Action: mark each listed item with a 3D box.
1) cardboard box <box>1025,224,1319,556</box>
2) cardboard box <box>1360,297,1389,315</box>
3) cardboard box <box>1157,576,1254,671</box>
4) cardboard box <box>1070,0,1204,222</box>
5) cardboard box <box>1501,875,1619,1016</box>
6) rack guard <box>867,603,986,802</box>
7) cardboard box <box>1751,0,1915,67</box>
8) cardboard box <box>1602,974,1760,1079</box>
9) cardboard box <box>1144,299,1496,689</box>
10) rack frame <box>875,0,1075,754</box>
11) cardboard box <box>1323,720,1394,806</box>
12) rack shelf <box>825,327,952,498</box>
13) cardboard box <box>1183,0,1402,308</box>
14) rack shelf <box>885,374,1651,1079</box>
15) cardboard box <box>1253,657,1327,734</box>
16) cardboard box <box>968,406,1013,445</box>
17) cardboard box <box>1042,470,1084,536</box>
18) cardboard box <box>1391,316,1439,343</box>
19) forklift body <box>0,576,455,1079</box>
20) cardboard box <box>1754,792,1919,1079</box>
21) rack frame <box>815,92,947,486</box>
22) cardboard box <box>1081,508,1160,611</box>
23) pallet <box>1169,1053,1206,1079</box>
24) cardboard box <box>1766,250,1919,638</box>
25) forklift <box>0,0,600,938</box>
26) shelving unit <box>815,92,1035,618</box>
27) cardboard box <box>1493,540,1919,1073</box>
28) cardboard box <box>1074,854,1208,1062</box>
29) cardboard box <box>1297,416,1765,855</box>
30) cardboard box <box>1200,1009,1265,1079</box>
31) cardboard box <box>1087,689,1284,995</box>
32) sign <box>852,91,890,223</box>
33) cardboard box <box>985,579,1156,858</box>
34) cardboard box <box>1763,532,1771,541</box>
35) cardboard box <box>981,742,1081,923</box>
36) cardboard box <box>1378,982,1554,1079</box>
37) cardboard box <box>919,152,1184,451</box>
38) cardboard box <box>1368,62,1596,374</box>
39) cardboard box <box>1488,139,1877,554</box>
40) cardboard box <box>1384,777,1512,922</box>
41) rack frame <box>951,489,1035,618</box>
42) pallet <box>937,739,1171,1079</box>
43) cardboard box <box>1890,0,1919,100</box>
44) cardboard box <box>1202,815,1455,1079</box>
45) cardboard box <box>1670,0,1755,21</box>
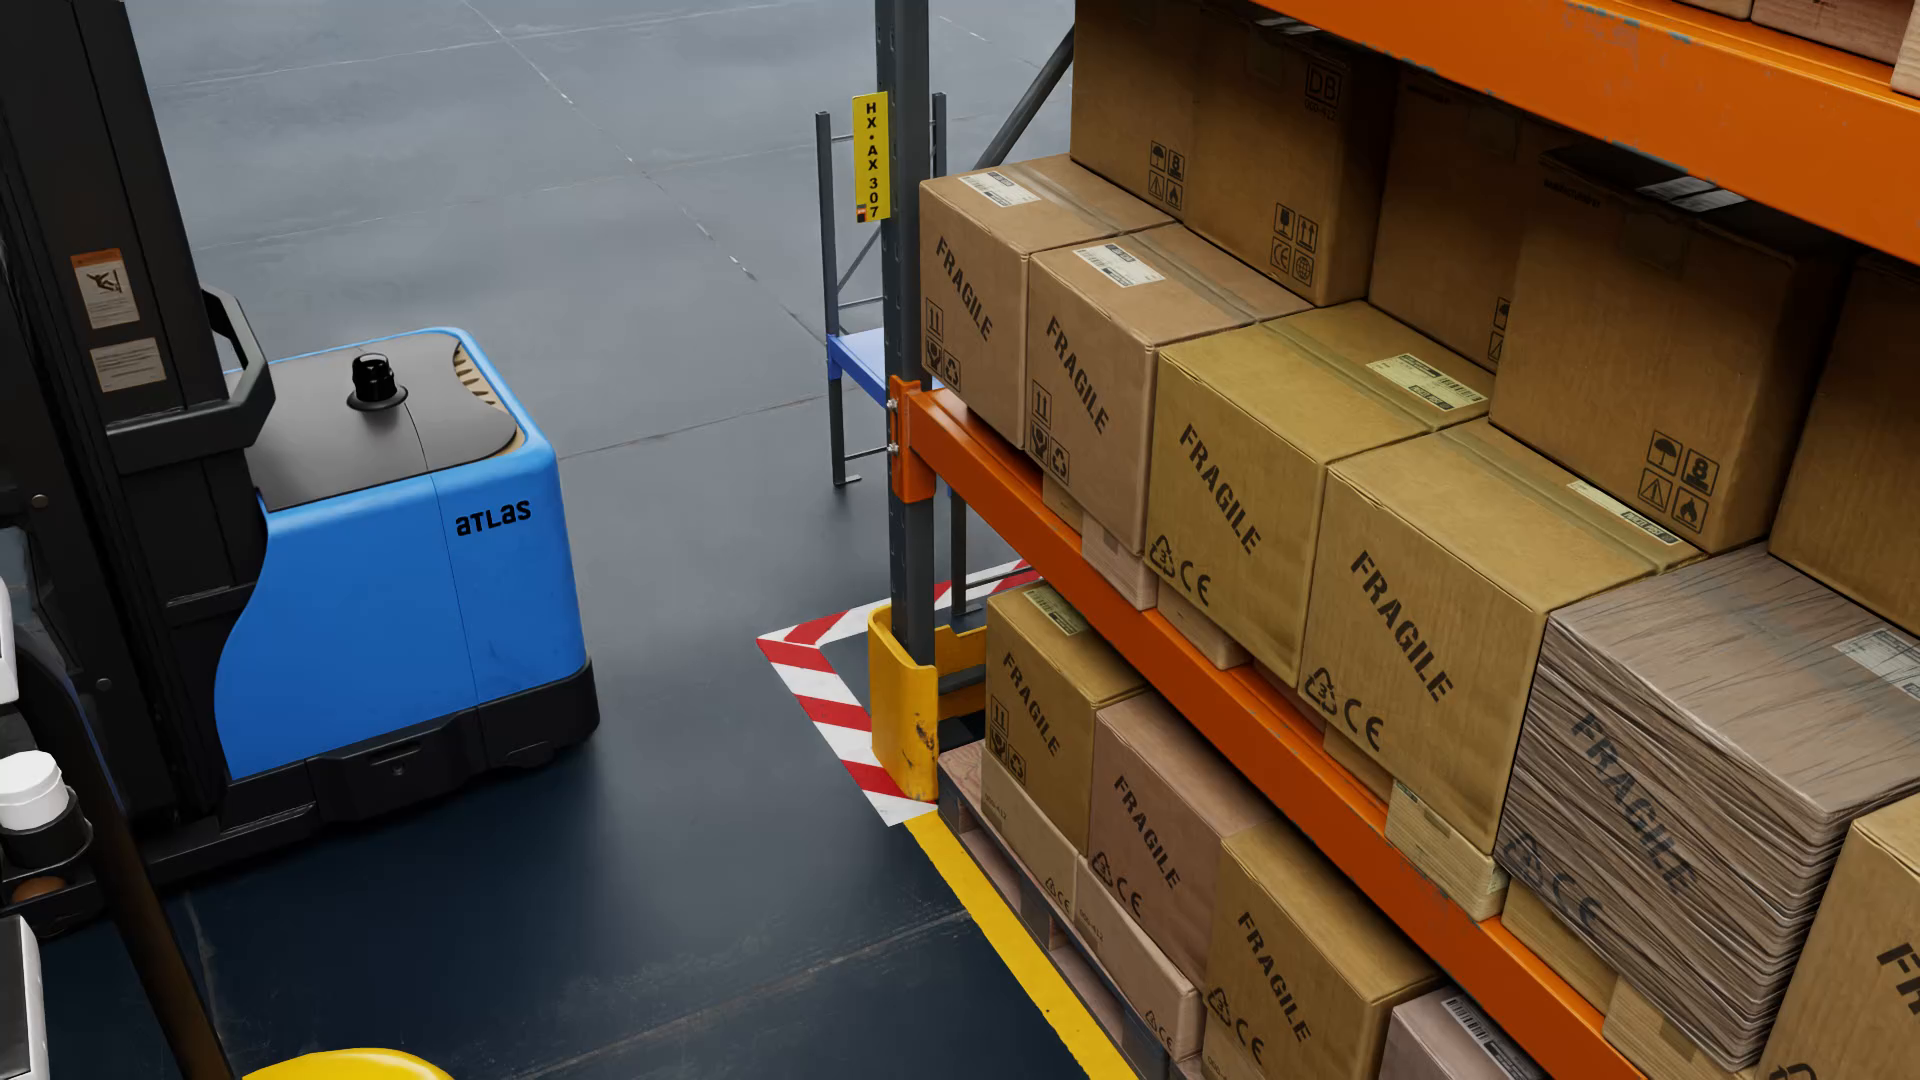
[{"bbox_3d":[0.483,-0.351,3.649,0.500,0.500,0.500,-15,35,-22],"label":"cardboard box"},{"bbox_3d":[0.989,-0.463,3.824,0.500,0.500,0.500,-16,36,-23],"label":"cardboard box"},{"bbox_3d":[0.648,0.106,3.537,0.380,0.149,0.250,-15,36,-22],"label":"cardboard box"},{"bbox_3d":[0.694,-1.125,3.931,0.700,0.500,0.500,-17,36,-24],"label":"cardboard box"},{"bbox_3d":[1.139,0.598,2.768,0.380,0.149,0.250,-17,36,-24],"label":"cardboard box"},{"bbox_3d":[0.298,0.363,5.220,1.175,0.500,0.348,-16,36,-23],"label":"rack guard"},{"bbox_3d":[1.197,-0.688,1.995,0.380,0.149,0.250,-15,36,-22],"label":"cardboard box"},{"bbox_3d":[1.232,0.728,2.566,0.380,0.149,0.250,-16,36,-24],"label":"cardboard box"},{"bbox_3d":[0.721,-0.108,3.270,0.500,0.500,0.500,-17,36,-24],"label":"cardboard box"},{"bbox_3d":[0.263,-0.726,4.602,1.000,3.000,0.127,-16,36,-23],"label":"rack frame"},{"bbox_3d":[0.921,0.350,3.156,0.380,0.149,0.250,-17,36,-24],"label":"cardboard box"},{"bbox_3d":[-0.040,-0.521,6.006,0.538,0.185,1.000,-16,36,-23],"label":"rack shelf"},{"bbox_3d":[0.923,-0.882,3.551,0.700,0.500,0.500,-16,36,-23],"label":"cardboard box"},{"bbox_3d":[1.195,0.531,3.307,1.077,0.370,4.000,-16,36,-23],"label":"rack shelf"},{"bbox_3d":[0.825,0.217,3.364,0.380,0.149,0.250,-15,35,-22],"label":"cardboard box"},{"bbox_3d":[0.238,-0.406,4.336,0.380,0.149,0.250,-16,36,-23],"label":"cardboard box"},{"bbox_3d":[0.420,-0.142,3.924,0.380,0.149,0.250,-17,36,-25],"label":"cardboard box"},{"bbox_3d":[1.219,-0.224,3.450,0.500,0.500,0.500,-16,36,-23],"label":"cardboard box"},{"bbox_3d":[-1.629,1.328,2.184,2.313,2.155,1.214,-16,36,-23],"label":"forklift body"},{"bbox_3d":[1.455,0.622,2.130,0.500,0.500,0.500,-15,35,-22],"label":"cardboard box"},{"bbox_3d":[-0.277,-0.915,6.288,0.500,1.500,0.032,-16,36,-23],"label":"rack frame"},{"bbox_3d":[0.498,-0.009,3.717,0.380,0.149,0.250,-15,36,-22],"label":"cardboard box"},{"bbox_3d":[1.211,1.463,3.771,1.003,0.211,1.213,-16,36,-23],"label":"pallet"},{"bbox_3d":[1.685,-0.166,2.433,0.700,0.500,0.500,-17,36,-24],"label":"cardboard box"},{"bbox_3d":[-2.670,-0.422,4.191,3.031,2.935,1.130,-17,36,-24],"label":"forklift"},{"bbox_3d":[-0.040,-0.672,5.909,0.538,1.500,1.048,-16,36,-23],"label":"shelving unit"},{"bbox_3d":[1.209,0.376,2.514,0.500,0.500,0.500,-15,36,-22],"label":"cardboard box"},{"bbox_3d":[0.626,0.955,4.138,0.500,0.250,0.500,-15,35,-21],"label":"cardboard box"},{"bbox_3d":[0.966,0.132,2.894,0.500,0.500,0.500,-17,36,-24],"label":"cardboard box"},{"bbox_3d":[0.891,1.212,3.737,0.500,0.250,0.500,-13,35,-20],"label":"cardboard box"},{"bbox_3d":[0.653,0.653,3.914,0.500,0.500,0.500,-17,36,-25],"label":"cardboard box"},{"bbox_3d":[-0.217,-0.954,4.156,0.100,0.325,0.005,-16,36,-23],"label":"sign"},{"bbox_3d":[0.406,0.405,4.302,0.500,0.500,0.500,-17,36,-25],"label":"cardboard box"},{"bbox_3d":[1.439,0.023,3.065,0.500,0.500,0.500,-15,36,-23],"label":"cardboard box"},{"bbox_3d":[0.394,0.710,4.521,0.500,0.250,0.500,-16,36,-23],"label":"cardboard box"},{"bbox_3d":[1.137,1.148,3.142,0.500,0.500,0.500,-14,35,-21],"label":"cardboard box"},{"bbox_3d":[0.238,-0.597,4.034,0.500,0.500,0.500,-16,36,-24],"label":"cardboard box"},{"bbox_3d":[1.252,-0.664,3.211,0.700,0.500,0.500,-16,36,-24],"label":"cardboard box"},{"bbox_3d":[1.362,-0.391,2.785,0.700,0.500,0.500,-16,36,-23],"label":"cardboard box"},{"bbox_3d":[0.987,0.485,2.946,0.380,0.149,0.250,-16,36,-23],"label":"cardboard box"},{"bbox_3d":[0.197,-0.430,5.530,0.500,1.500,0.032,-16,36,-23],"label":"rack frame"},{"bbox_3d":[0.646,0.881,4.679,1.003,0.211,1.213,-16,36,-23],"label":"pallet"},{"bbox_3d":[1.244,-0.543,1.769,0.380,0.149,0.250,-15,36,-22],"label":"cardboard box"},{"bbox_3d":[0.880,0.895,3.537,0.500,0.500,0.500,-15,36,-22],"label":"cardboard box"},{"bbox_3d":[1.074,-0.810,2.186,0.380,0.149,0.250,-16,36,-24],"label":"cardboard box"}]
